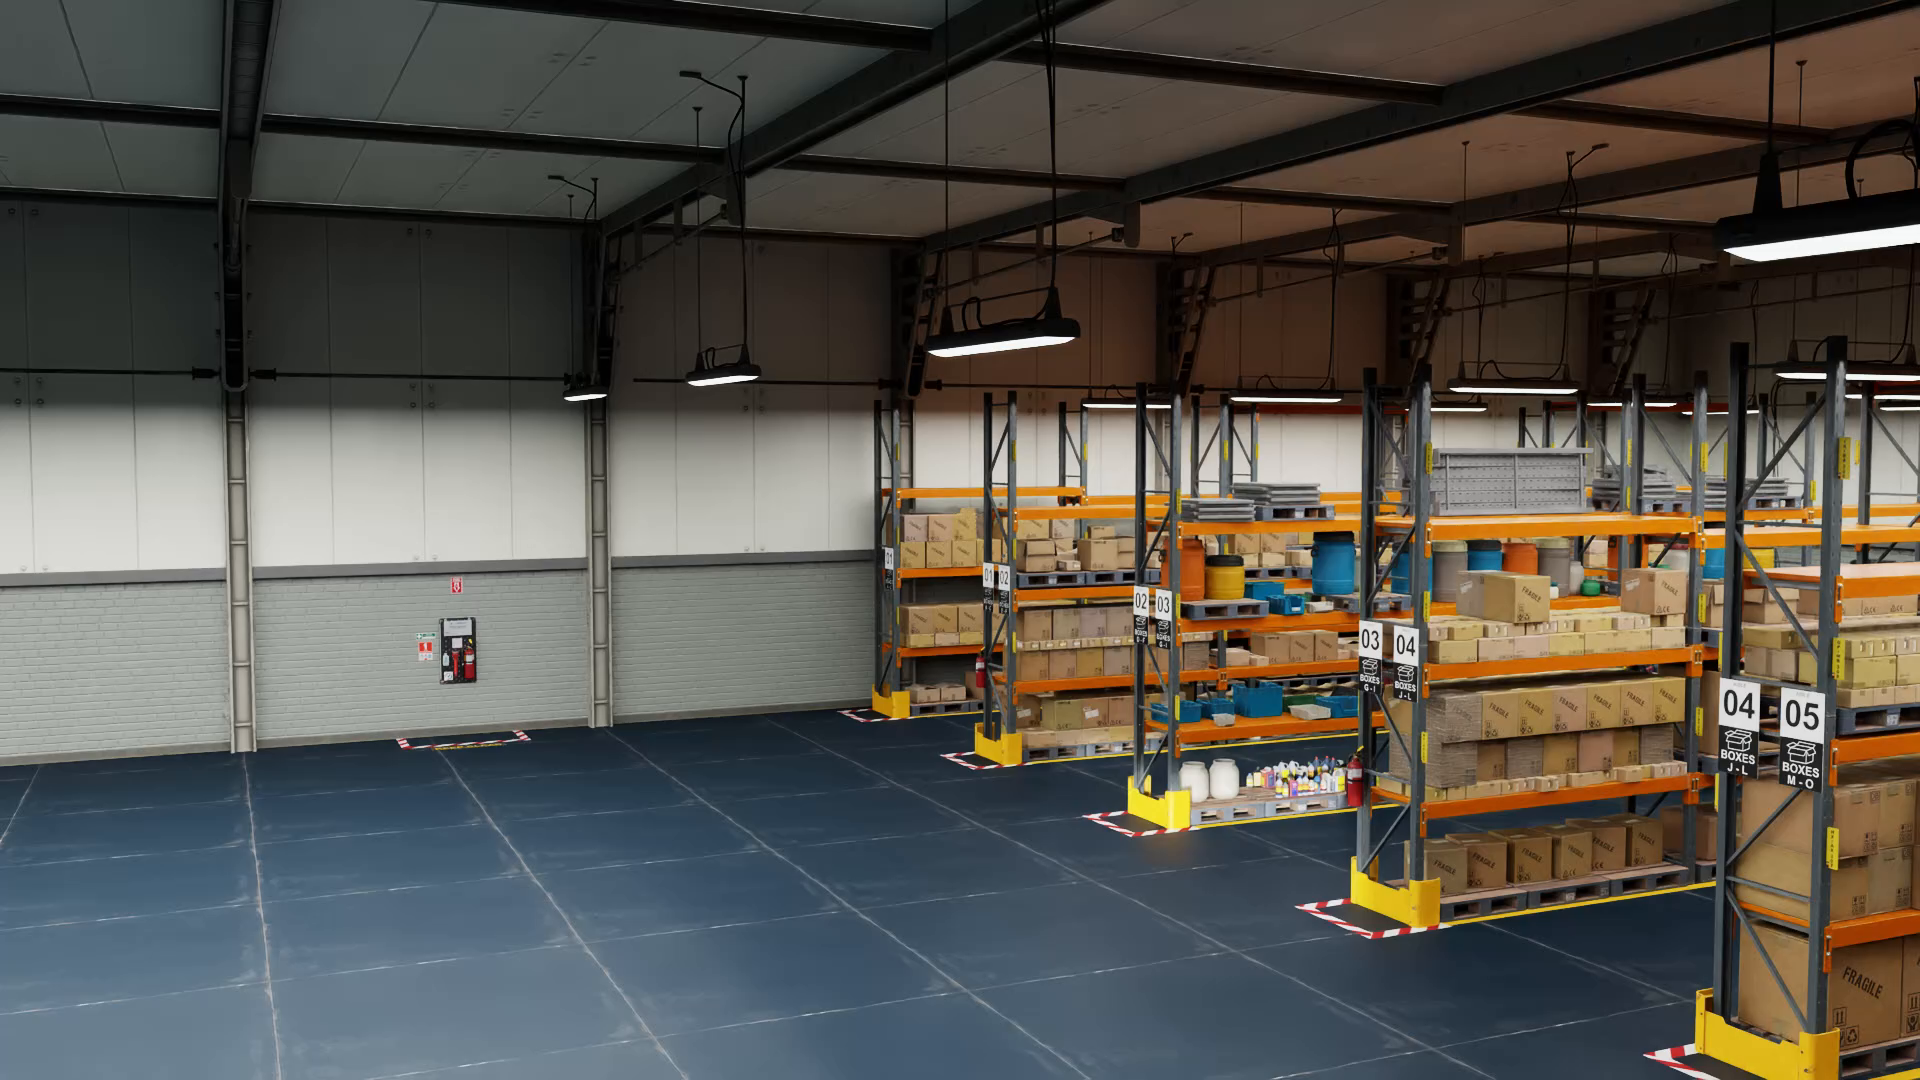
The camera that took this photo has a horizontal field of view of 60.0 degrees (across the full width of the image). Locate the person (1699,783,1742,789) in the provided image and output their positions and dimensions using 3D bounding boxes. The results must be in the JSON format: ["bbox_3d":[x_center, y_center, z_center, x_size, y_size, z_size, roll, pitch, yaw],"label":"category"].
[{"bbox_3d":[11.254,2.834,24.691,1.054,1.722,0.523,-2,4,-33],"label":"person"}]
